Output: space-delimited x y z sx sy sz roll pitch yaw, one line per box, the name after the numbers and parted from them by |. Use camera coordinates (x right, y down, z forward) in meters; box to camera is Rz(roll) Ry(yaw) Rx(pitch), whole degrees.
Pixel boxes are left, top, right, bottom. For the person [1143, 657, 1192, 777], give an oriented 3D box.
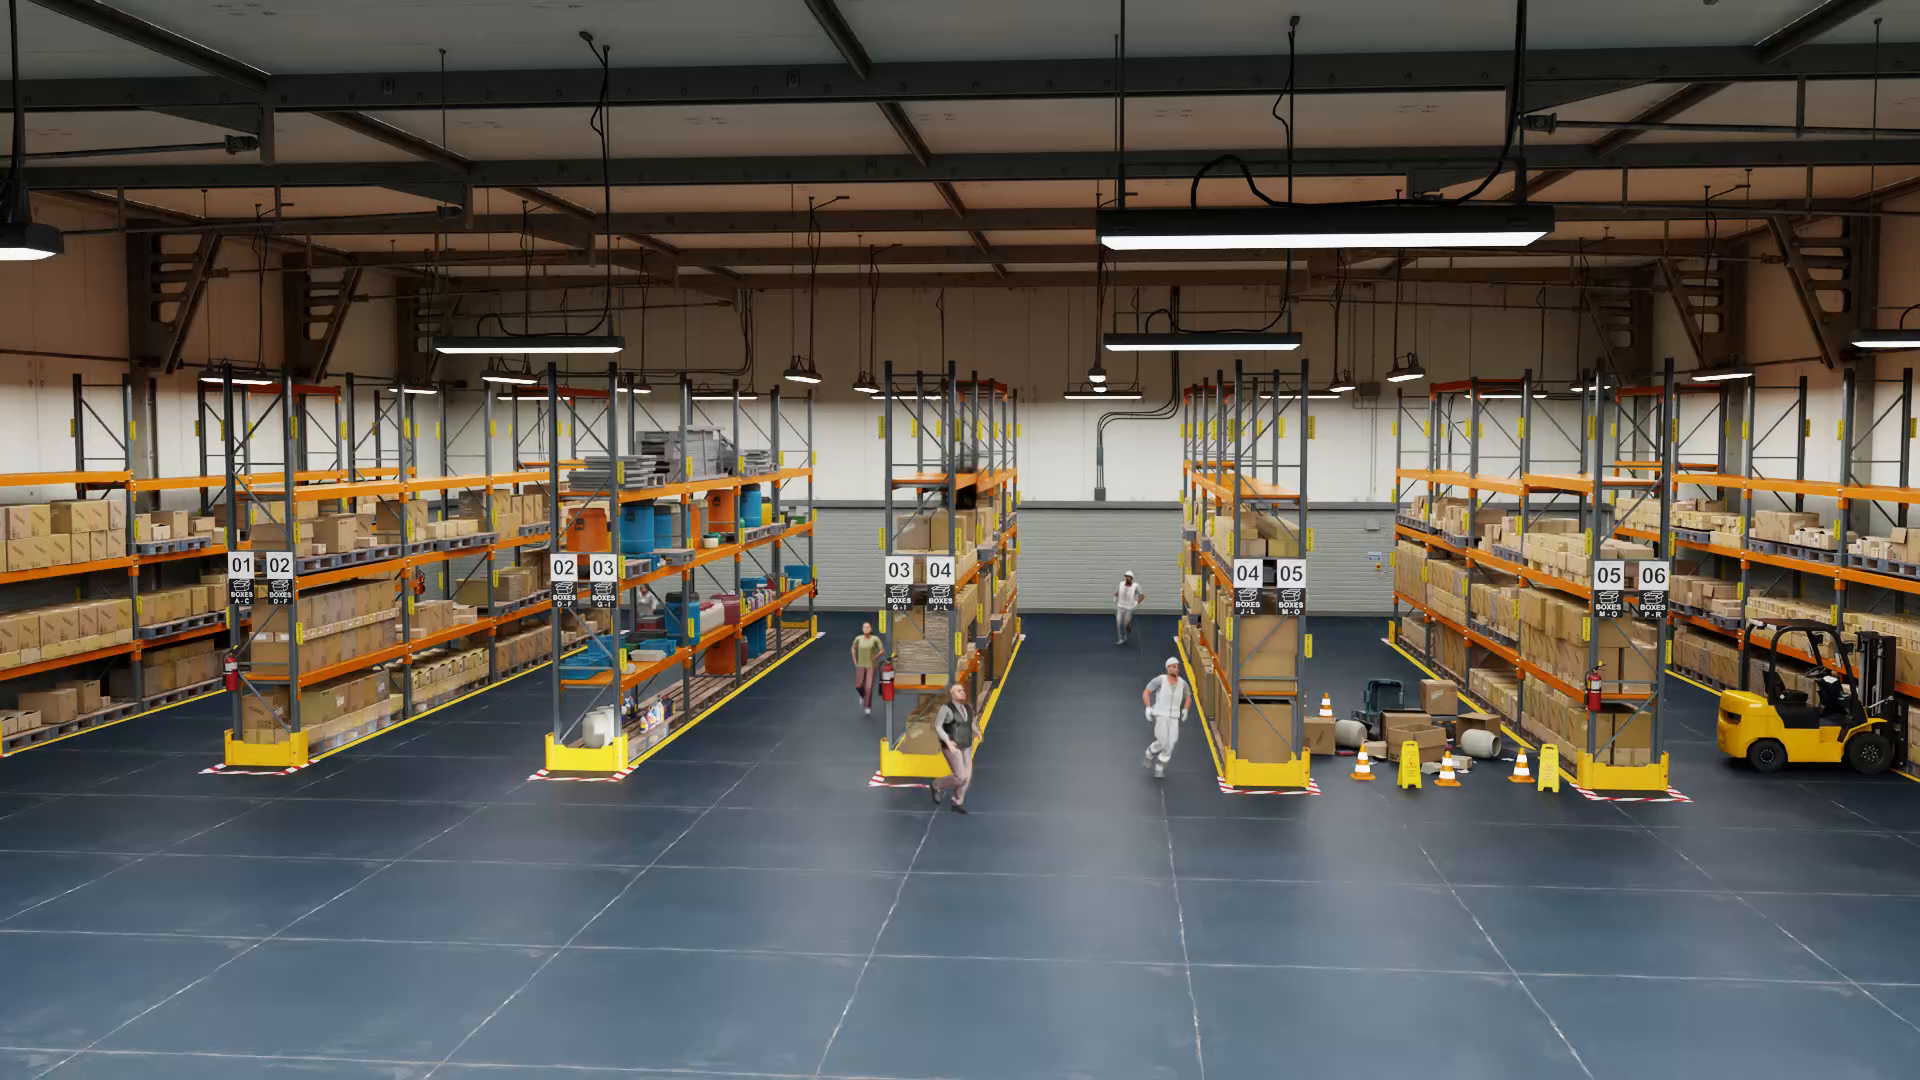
3.023 2.555 24.054 0.707 1.722 0.554 -1 4 -16 | person

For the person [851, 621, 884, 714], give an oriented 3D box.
-1.643 2.258 29.446 0.608 1.622 0.557 0 4 7 | person

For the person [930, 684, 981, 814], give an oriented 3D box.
-0.039 2.731 21.854 0.631 1.697 0.657 4 5 45 | person

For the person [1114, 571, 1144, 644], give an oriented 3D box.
3.901 1.586 38.832 0.700 1.719 0.622 2 4 26 | person

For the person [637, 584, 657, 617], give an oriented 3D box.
-7.188 1.735 37.990 0.526 1.561 0.800 0 4 2 | person
